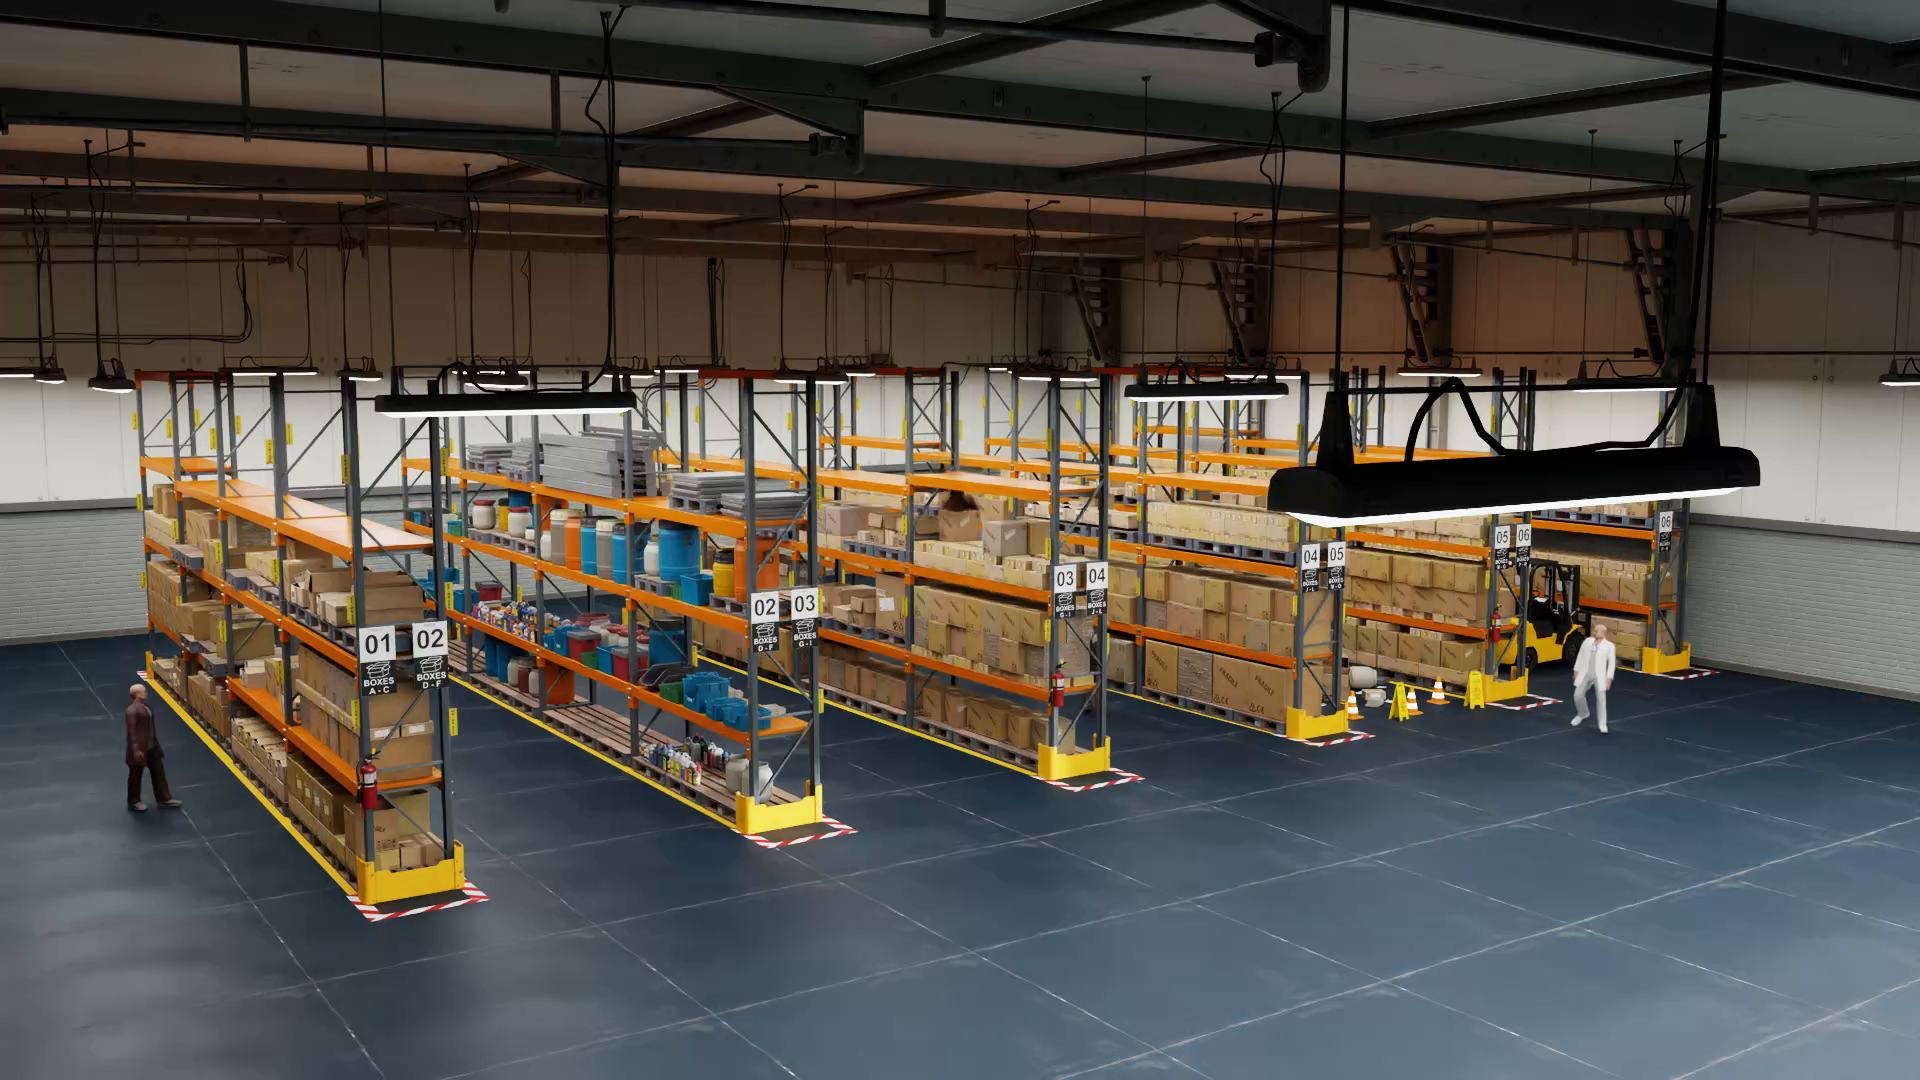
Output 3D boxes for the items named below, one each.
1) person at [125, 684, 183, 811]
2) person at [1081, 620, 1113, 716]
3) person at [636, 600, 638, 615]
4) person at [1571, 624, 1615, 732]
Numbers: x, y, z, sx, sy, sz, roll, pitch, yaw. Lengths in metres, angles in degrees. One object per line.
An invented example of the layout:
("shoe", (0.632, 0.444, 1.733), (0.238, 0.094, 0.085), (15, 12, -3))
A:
("person", (-11.239, 2.863, 22.966), (0.683, 1.771, 0.603), (2, 7, 16))
("person", (2.328, 2.236, 29.020), (0.668, 1.733, 0.488), (3, 7, 24))
("person", (-7.479, 1.070, 39.231), (0.587, 1.696, 0.400), (-2, 7, -21))
("person", (10.640, 2.290, 27.932), (0.663, 1.777, 0.547), (3, 7, 28))
